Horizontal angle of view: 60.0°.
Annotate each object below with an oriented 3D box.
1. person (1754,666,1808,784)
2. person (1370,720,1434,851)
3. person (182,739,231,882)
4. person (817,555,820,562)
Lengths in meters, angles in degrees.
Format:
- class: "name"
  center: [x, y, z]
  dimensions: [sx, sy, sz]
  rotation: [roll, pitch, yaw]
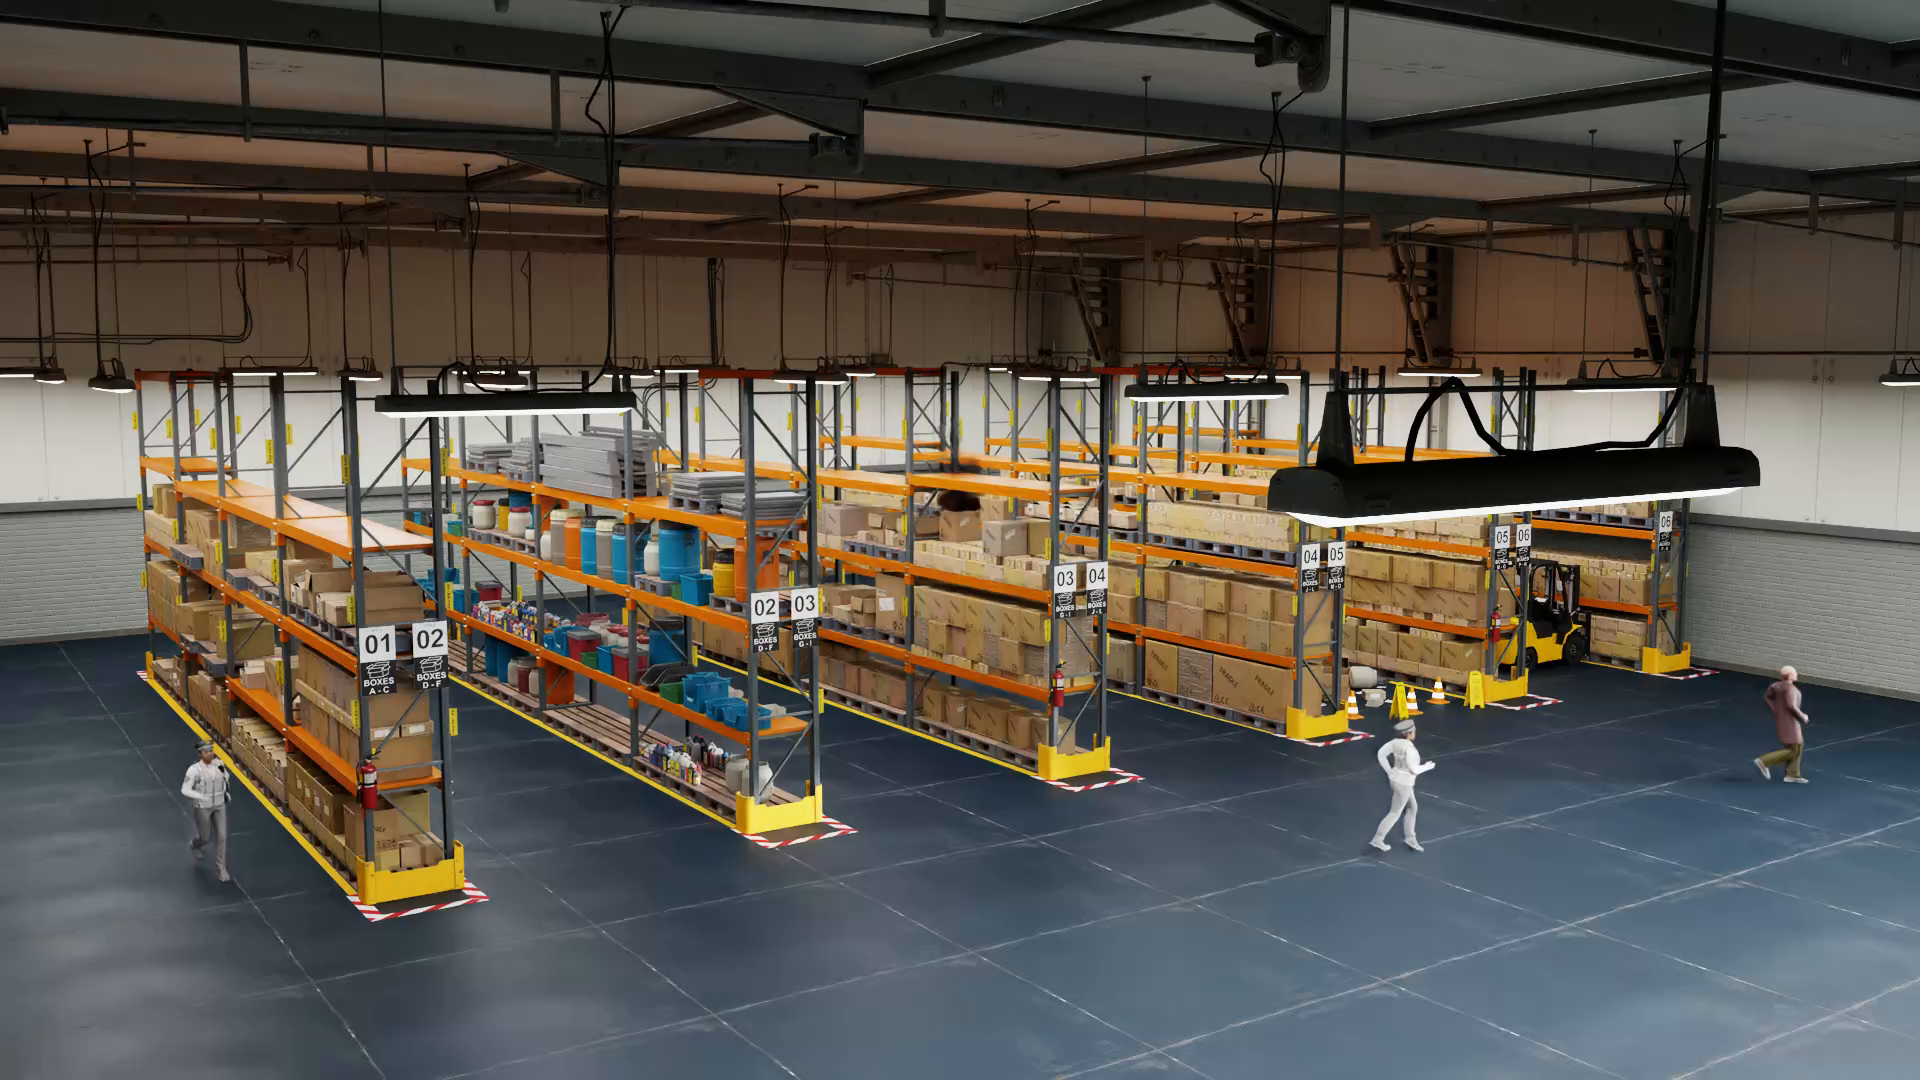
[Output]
- class: "person"
  center: [12.088, 2.718, 24.414]
  dimensions: [0.833, 1.760, 0.718]
  rotation: [0, 6, 4]
- class: "person"
  center: [5.574, 3.126, 21.011]
  dimensions: [0.816, 1.737, 0.557]
  rotation: [-1, 6, -6]
- class: "person"
  center: [-9.091, 3.202, 20.139]
  dimensions: [0.859, 1.636, 0.617]
  rotation: [6, 9, 44]
- class: "person"
  center: [-3.692, 0.800, 41.979]
  dimensions: [0.532, 1.581, 0.635]
  rotation: [0, 6, -1]
